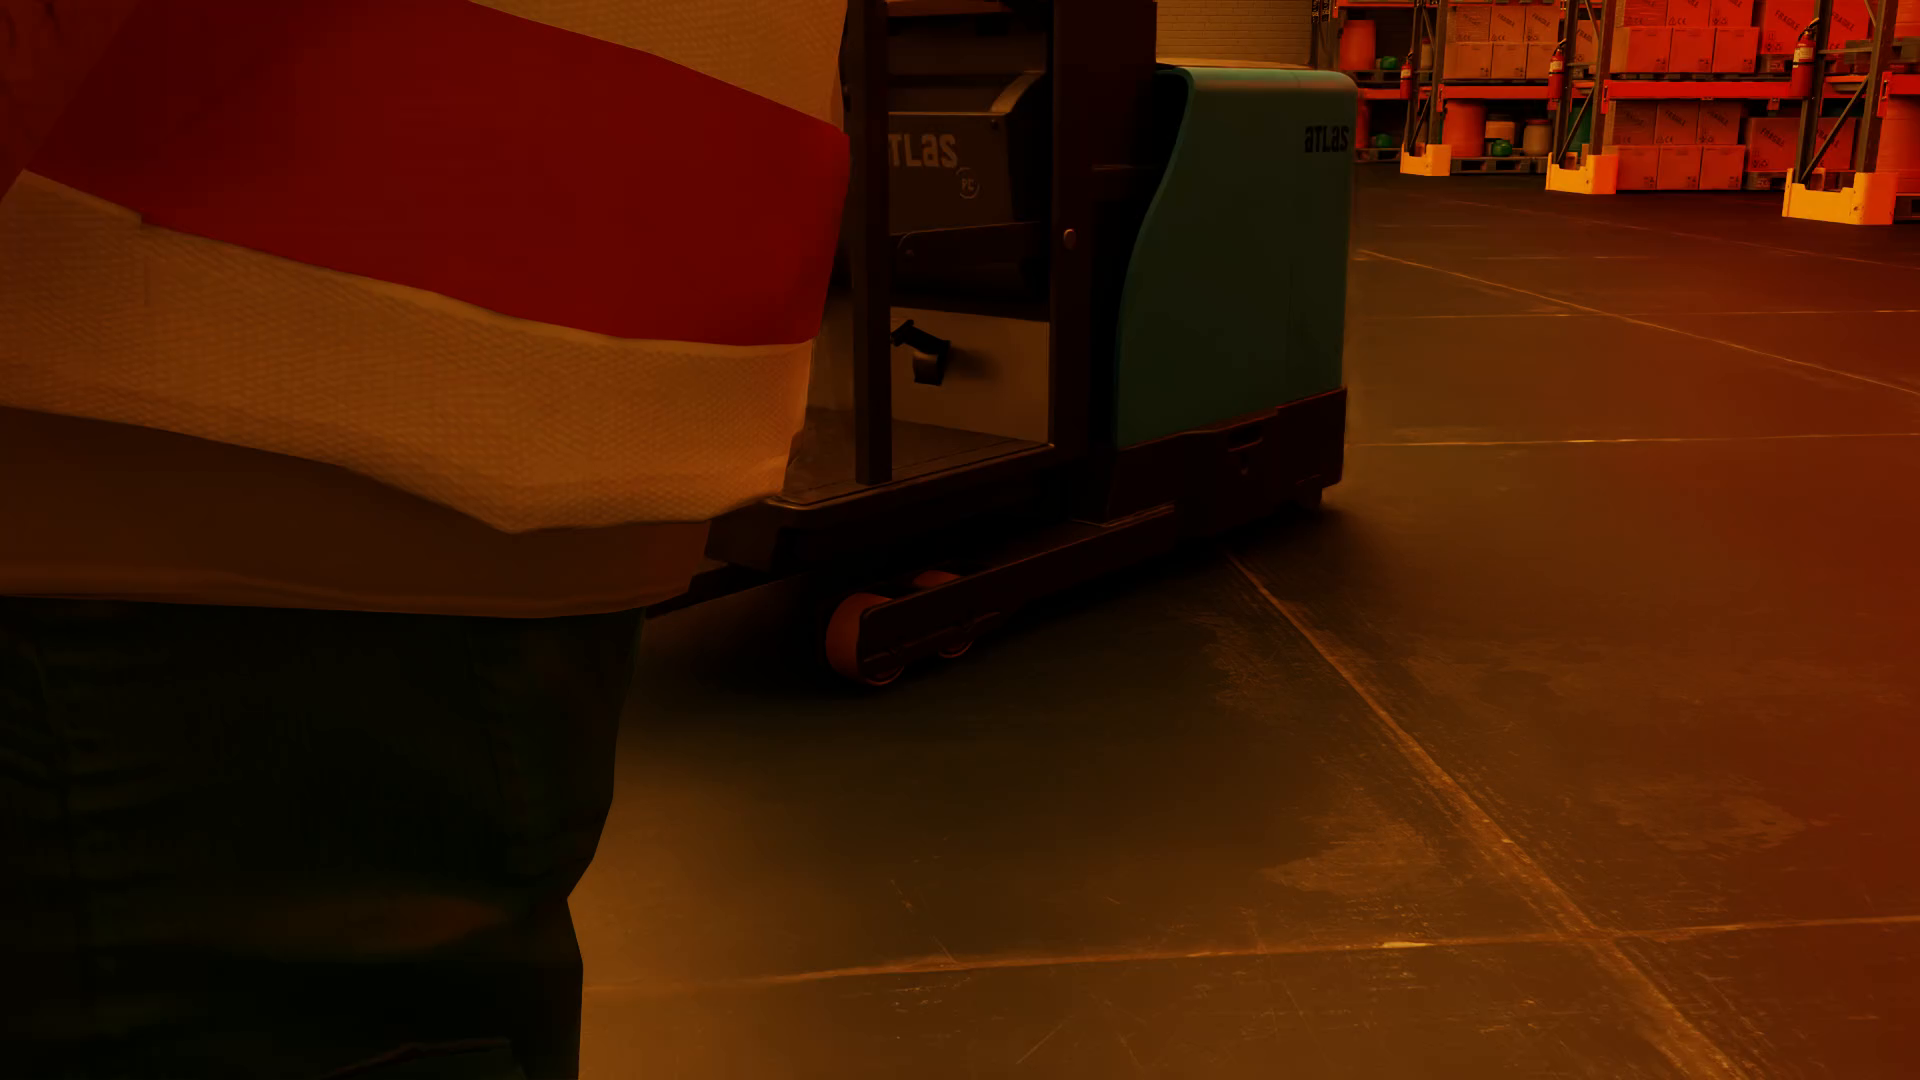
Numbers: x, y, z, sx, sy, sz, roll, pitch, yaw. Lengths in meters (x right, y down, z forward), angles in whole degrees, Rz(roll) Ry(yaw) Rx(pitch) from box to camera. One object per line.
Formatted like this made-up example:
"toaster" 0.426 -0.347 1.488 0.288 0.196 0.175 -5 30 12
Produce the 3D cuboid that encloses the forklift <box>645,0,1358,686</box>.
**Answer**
"forklift" -0.359 -1.301 3.120 1.130 2.935 3.031 12 19 38
